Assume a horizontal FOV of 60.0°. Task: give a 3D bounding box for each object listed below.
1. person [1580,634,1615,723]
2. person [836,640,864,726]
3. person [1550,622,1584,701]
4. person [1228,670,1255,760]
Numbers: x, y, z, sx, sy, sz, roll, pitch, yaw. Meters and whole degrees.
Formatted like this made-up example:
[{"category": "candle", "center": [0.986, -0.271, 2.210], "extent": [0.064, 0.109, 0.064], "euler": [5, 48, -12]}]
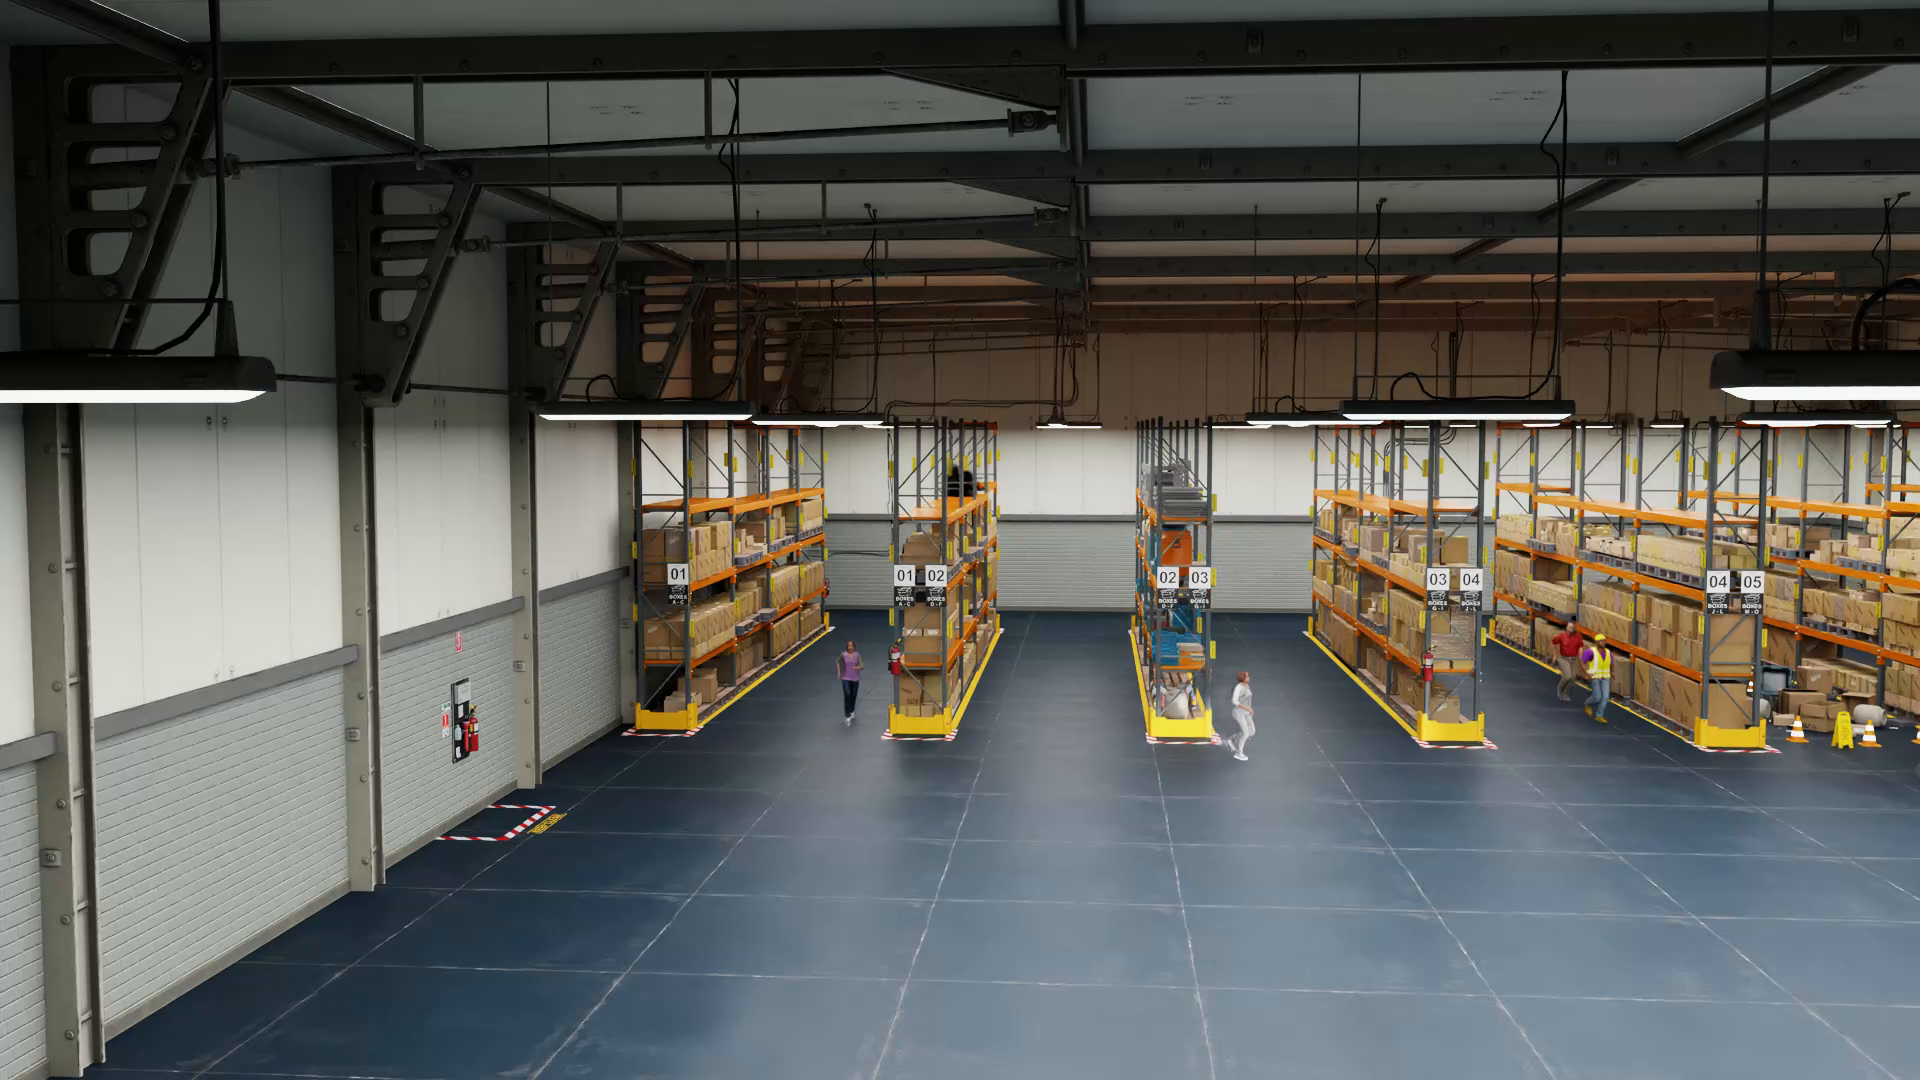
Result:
[{"category": "person", "center": [12.615, 2.717, 32.887], "extent": [0.706, 1.731, 0.628], "euler": [0, 4, -5]}, {"category": "person", "center": [-2.160, 2.784, 32.676], "extent": [0.507, 1.646, 0.728], "euler": [-1, 4, -13]}, {"category": "person", "center": [12.864, 2.577, 35.113], "extent": [0.638, 1.685, 0.741], "euler": [0, 4, -6]}, {"category": "person", "center": [4.911, 3.052, 29.033], "extent": [0.542, 1.569, 0.559], "euler": [2, 4, 32]}]
